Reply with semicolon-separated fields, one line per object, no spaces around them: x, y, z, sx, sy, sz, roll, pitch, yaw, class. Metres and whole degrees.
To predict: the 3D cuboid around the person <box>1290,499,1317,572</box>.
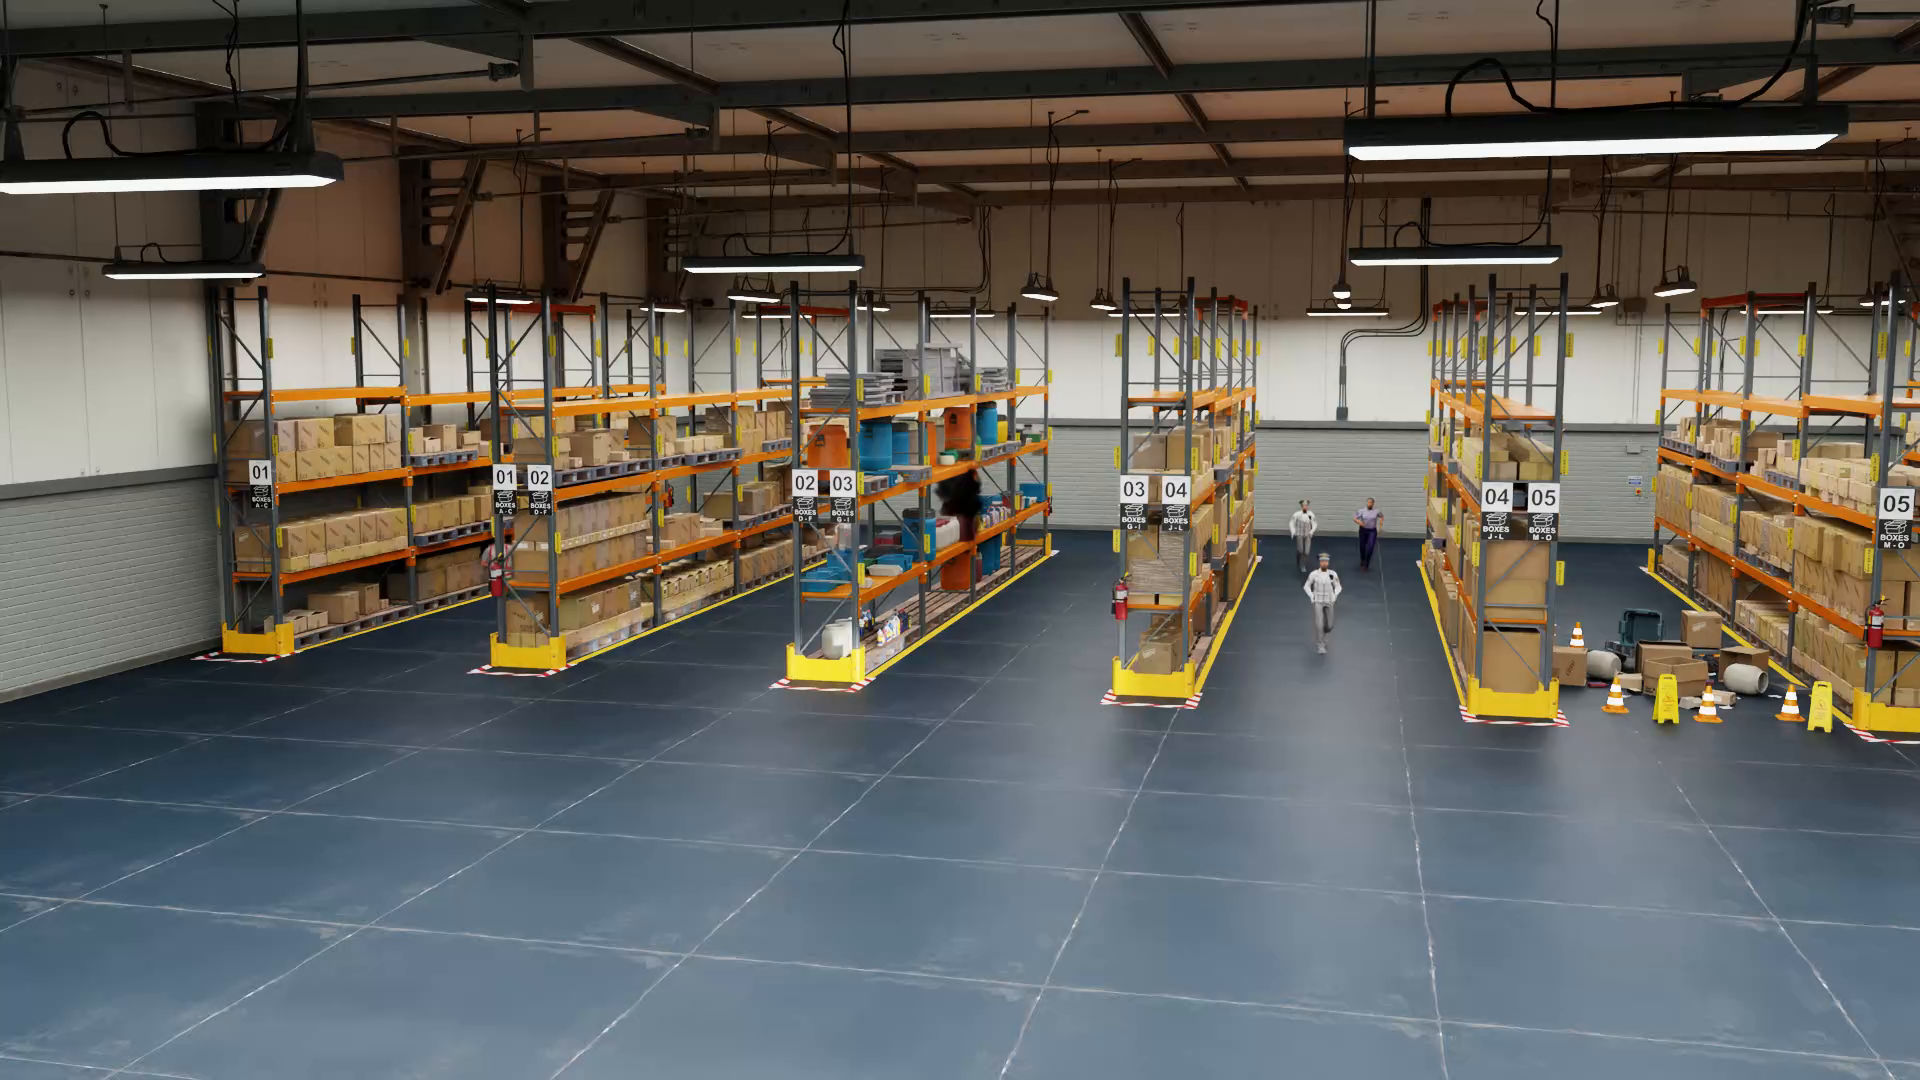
7.739;-0.101;37.448;0.604;1.648;0.583;1;7;4;person

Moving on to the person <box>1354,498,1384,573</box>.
9.249;-0.115;37.673;0.649;1.679;0.882;2;7;18;person

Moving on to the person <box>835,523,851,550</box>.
-2.227;0.186;32.619;0.503;1.684;0.679;0;7;2;person

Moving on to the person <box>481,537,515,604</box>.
-8.156;0.719;29.533;0.648;1.845;0.785;1;7;6;person

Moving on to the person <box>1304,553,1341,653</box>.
5.999;1.025;27.527;0.615;1.647;0.589;1;7;6;person
